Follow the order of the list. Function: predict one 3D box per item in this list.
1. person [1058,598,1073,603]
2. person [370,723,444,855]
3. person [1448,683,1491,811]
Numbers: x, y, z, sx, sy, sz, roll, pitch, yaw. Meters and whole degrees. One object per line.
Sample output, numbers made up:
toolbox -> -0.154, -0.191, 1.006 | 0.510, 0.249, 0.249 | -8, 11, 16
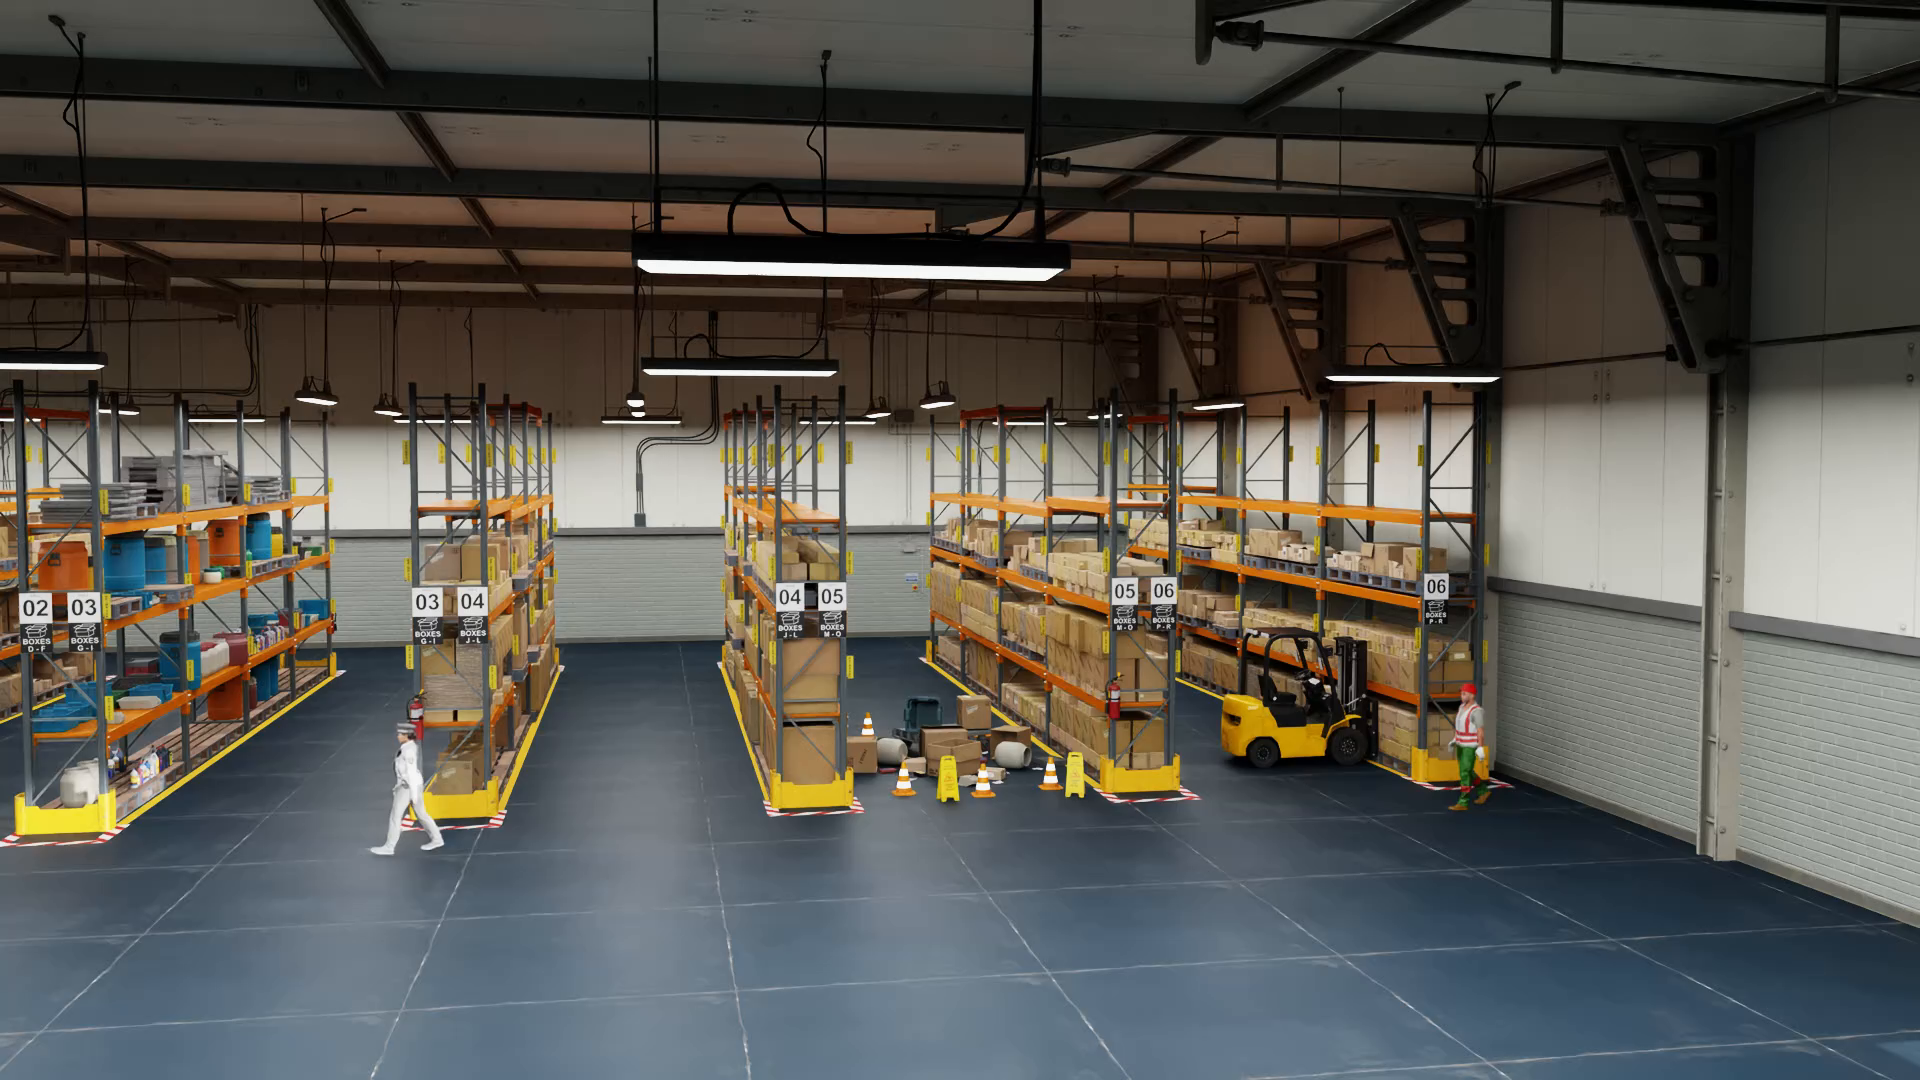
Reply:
person -> 2.770, 1.928, 43.072 | 0.811, 1.766, 0.547 | -1, 3, -13
person -> -6.965, 3.120, 20.960 | 0.840, 1.642, 0.486 | 0, 3, -6
person -> 7.235, 2.916, 23.548 | 0.810, 1.779, 0.517 | -1, 3, -12
